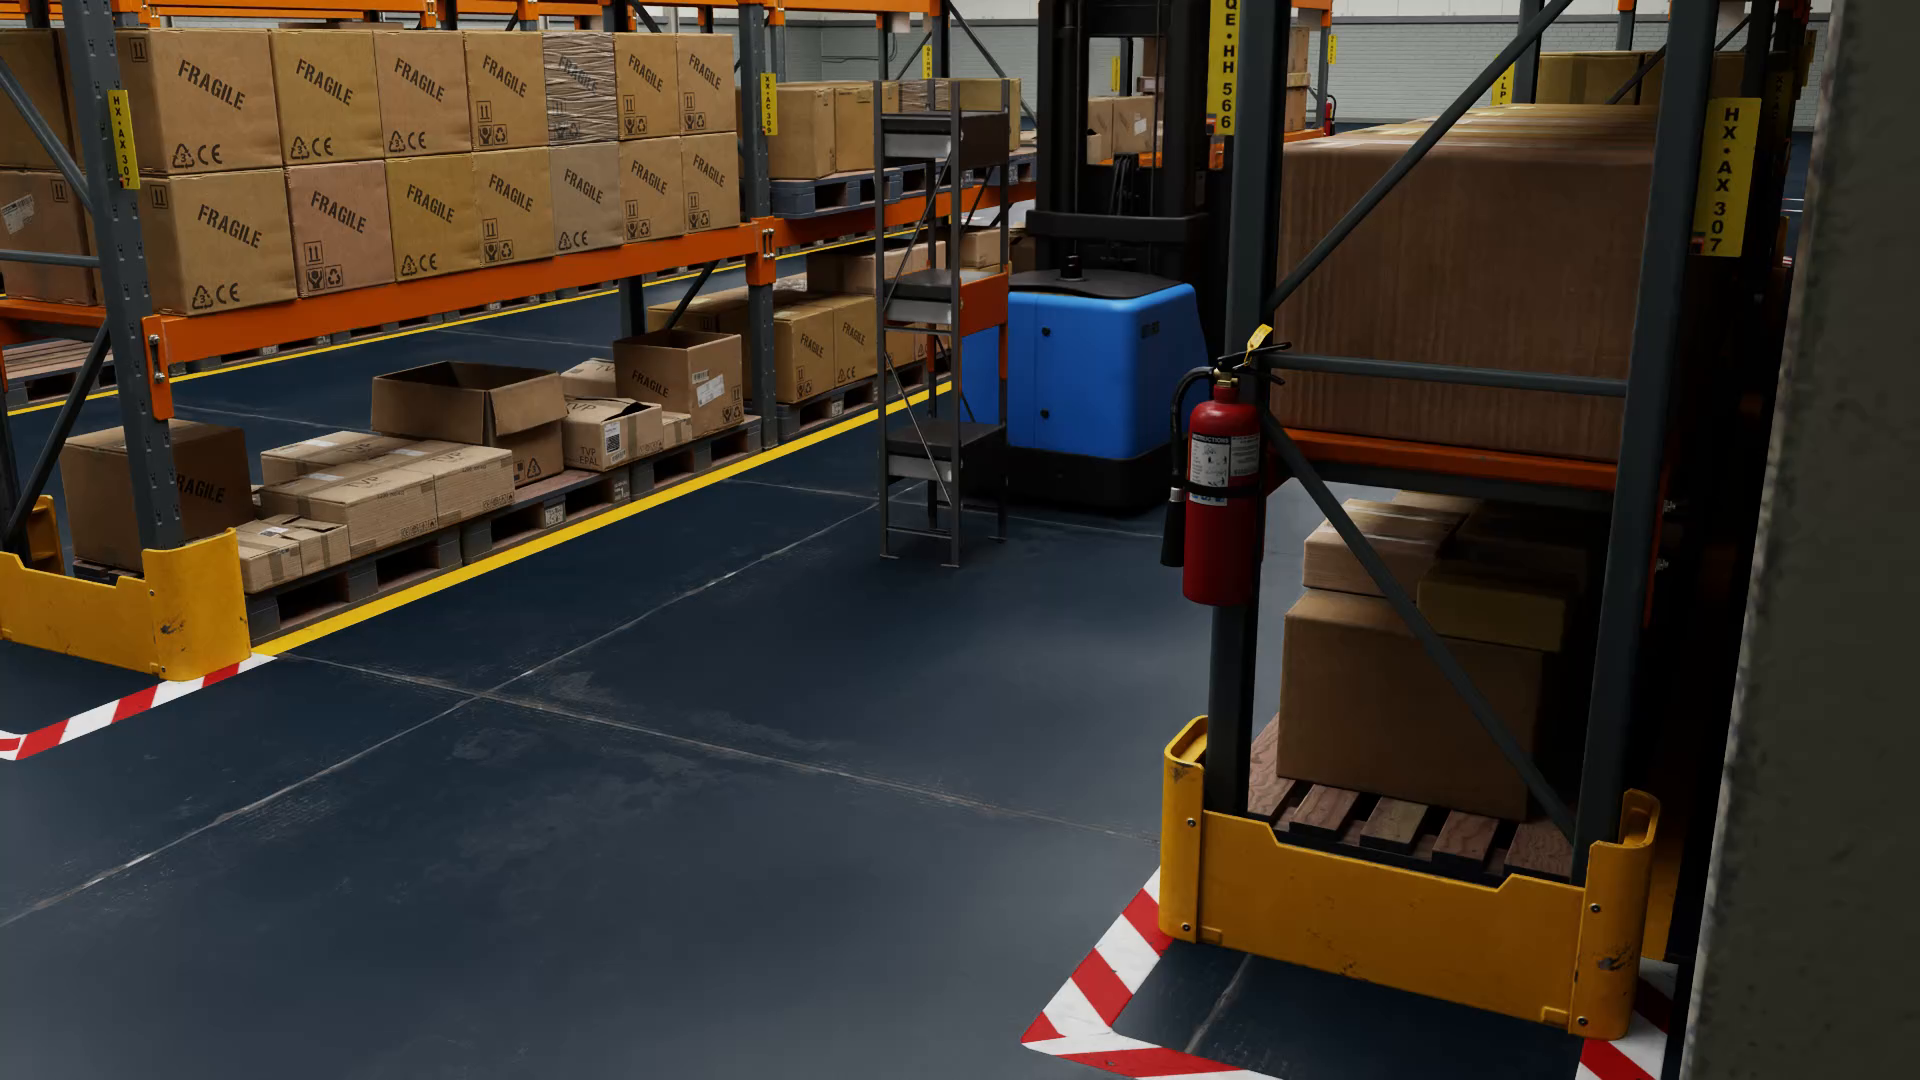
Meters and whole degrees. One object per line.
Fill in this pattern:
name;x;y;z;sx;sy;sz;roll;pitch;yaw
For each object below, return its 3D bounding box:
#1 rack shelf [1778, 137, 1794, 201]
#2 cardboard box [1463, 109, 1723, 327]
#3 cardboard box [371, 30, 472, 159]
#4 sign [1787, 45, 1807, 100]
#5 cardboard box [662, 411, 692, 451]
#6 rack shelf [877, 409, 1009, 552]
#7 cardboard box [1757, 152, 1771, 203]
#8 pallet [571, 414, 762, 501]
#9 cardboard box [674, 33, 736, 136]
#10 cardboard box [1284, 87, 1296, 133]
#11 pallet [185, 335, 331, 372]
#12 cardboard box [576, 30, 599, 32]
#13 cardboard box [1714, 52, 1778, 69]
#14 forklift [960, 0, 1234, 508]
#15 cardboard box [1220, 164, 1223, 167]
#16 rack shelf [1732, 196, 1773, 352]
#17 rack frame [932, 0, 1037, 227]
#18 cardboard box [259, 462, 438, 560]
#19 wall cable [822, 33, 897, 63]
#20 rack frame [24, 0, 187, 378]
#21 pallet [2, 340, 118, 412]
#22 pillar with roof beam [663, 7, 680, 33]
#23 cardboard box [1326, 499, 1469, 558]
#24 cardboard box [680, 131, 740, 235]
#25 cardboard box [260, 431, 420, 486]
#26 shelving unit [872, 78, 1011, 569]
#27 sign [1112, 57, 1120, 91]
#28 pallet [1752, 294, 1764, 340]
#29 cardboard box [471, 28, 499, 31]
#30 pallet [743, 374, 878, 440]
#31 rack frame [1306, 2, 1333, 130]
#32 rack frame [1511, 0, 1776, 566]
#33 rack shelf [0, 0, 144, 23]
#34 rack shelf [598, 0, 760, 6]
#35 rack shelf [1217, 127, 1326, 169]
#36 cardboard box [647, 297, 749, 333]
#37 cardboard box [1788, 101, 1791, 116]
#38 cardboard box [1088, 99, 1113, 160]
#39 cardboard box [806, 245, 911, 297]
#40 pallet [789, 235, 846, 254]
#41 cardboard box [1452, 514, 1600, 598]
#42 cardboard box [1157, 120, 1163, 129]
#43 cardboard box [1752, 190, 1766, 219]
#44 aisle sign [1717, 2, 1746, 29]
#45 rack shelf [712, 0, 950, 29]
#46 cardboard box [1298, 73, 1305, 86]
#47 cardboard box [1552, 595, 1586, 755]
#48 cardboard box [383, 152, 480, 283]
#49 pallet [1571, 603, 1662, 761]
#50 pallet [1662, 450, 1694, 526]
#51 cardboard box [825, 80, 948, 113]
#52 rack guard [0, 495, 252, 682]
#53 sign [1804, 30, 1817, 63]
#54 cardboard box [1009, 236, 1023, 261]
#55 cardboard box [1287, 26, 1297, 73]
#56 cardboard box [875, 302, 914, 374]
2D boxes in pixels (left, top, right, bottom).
rack shelf;7.369;-3.601;15.978;1.077;0.370;4.000;8;18;25
cardboard box;2.312;-1.221;6.175;0.980;0.700;0.700;8;18;24
cardboard box;-2.431;-1.877;6.978;0.500;0.500;0.500;8;18;26
sign;5.186;-2.903;10.330;0.100;0.325;0.005;8;18;25
cardboard box;-1.648;-0.588;8.804;0.380;0.149;0.250;8;18;25
rack shelf;-0.074;-0.280;7.621;0.431;0.518;0.480;8;18;25
cardboard box;4.025;-2.076;8.845;0.500;0.500;0.500;9;19;27
pallet;-1.841;-0.517;9.227;1.003;0.211;1.213;8;18;25
cardboard box;-1.527;-2.394;8.717;0.500;0.500;0.500;8;18;26
cardboard box;3.379;-4.881;18.848;0.700;0.500;0.500;9;19;27
pallet;-5.581;-1.514;12.584;1.003;0.211;1.213;8;18;25
cardboard box;-5.275;-6.716;22.748;0.500;0.500;0.500;8;18;25
cardboard box;3.567;-2.177;7.868;0.500;0.250;0.500;8;18;26
forklift;1.111;-1.934;9.222;1.130;2.935;3.031;9;19;28
cardboard box;2.957;-3.963;18.706;0.500;0.500;0.500;8;18;25
rack shelf;3.794;-1.564;9.118;1.077;0.370;4.000;8;18;25
rack frame;0.254;-3.047;12.849;1.000;3.000;0.127;8;18;25
cardboard box;-2.600;-0.132;7.091;0.500;0.250;0.500;8;18;25
wall cable;-3.552;-17.786;57.389;3.097;2.526;0.112;8;18;25
rack frame;-5.963;-2.659;11.544;1.000;3.000;0.127;8;18;25
pallet;-6.257;-1.130;11.293;1.003;0.211;1.213;8;18;25
pillar with roof beam;-4.881;-16.616;47.997;9.100;9.000;0.400;8;18;25
cardboard box;1.344;-0.006;5.124;0.380;0.149;0.250;9;19;27
cardboard box;-1.527;-1.916;8.866;0.500;0.500;0.500;8;19;26
cardboard box;-2.847;-0.310;7.691;0.500;0.250;0.500;8;18;25
shelving unit;-0.074;-0.964;7.417;0.431;2.100;0.503;8;18;25
sign;1.544;-4.589;16.381;0.100;0.325;0.005;8;18;25
pallet;6.128;-1.901;13.889;1.003;0.211;1.213;8;18;25
cardboard box;-6.168;-6.207;21.033;0.500;0.500;0.500;8;18;25
pallet;-1.203;-0.903;10.529;1.003;0.211;1.213;8;18;25
rack frame;3.829;-5.085;19.710;1.000;3.000;0.127;8;18;25
rack frame;2.900;-1.399;7.300;1.000;3.000;0.127;8;18;25
rack shelf;-9.500;-4.892;15.056;1.077;0.370;4.000;8;18;25
rack shelf;-2.427;-2.612;7.379;1.077;0.370;4.000;8;18;25
rack shelf;2.935;-4.231;18.097;1.077;0.370;4.000;8;18;25
cardboard box;-1.569;-1.203;10.258;0.500;0.500;0.500;8;18;25
cardboard box;8.242;-4.606;17.007;0.500;0.500;0.500;8;18;25
cardboard box;0.989;-3.524;14.281;0.500;0.500;0.500;7;18;22
cardboard box;-0.652;-1.747;10.773;0.500;0.250;0.500;8;18;25
pallet;-2.051;-3.526;19.359;1.003;0.211;1.213;8;18;25
cardboard box;1.685;0.043;4.958;0.380;0.149;0.250;8;18;26
cardboard box;1.861;-3.863;15.860;0.500;0.250;0.500;9;19;29
cardboard box;4.373;-1.923;9.472;0.380;0.149;0.250;8;18;24
aisle sign;8.026;-5.758;17.411;0.394;0.787;0.004;8;18;25
rack shelf;-1.494;-6.300;19.795;1.077;0.370;4.000;8;18;25
cardboard box;3.713;-5.255;18.969;0.380;0.149;0.250;9;19;27
cardboard box;1.560;0.298;5.238;0.700;0.500;0.500;8;18;25
cardboard box;-2.434;-1.396;7.116;0.500;0.500;0.500;8;18;25
pallet;1.946;0.433;6.028;1.003;0.211;1.213;8;18;25
pallet;3.178;-0.268;8.391;1.003;0.211;1.213;8;18;25
cardboard box;-0.506;-2.913;11.484;0.700;0.500;0.500;12;21;36
rack guard;-3.286;0.170;6.409;1.175;0.500;0.348;8;18;25
sign;8.750;-5.086;17.126;0.100;0.325;0.005;8;18;25
cardboard box;0.268;-2.364;13.655;0.500;0.311;0.500;9;19;27
cardboard box;3.355;-5.489;18.617;0.700;0.500;0.500;8;18;24
cardboard box;-0.641;-1.397;10.910;0.500;0.500;0.500;8;18;26
